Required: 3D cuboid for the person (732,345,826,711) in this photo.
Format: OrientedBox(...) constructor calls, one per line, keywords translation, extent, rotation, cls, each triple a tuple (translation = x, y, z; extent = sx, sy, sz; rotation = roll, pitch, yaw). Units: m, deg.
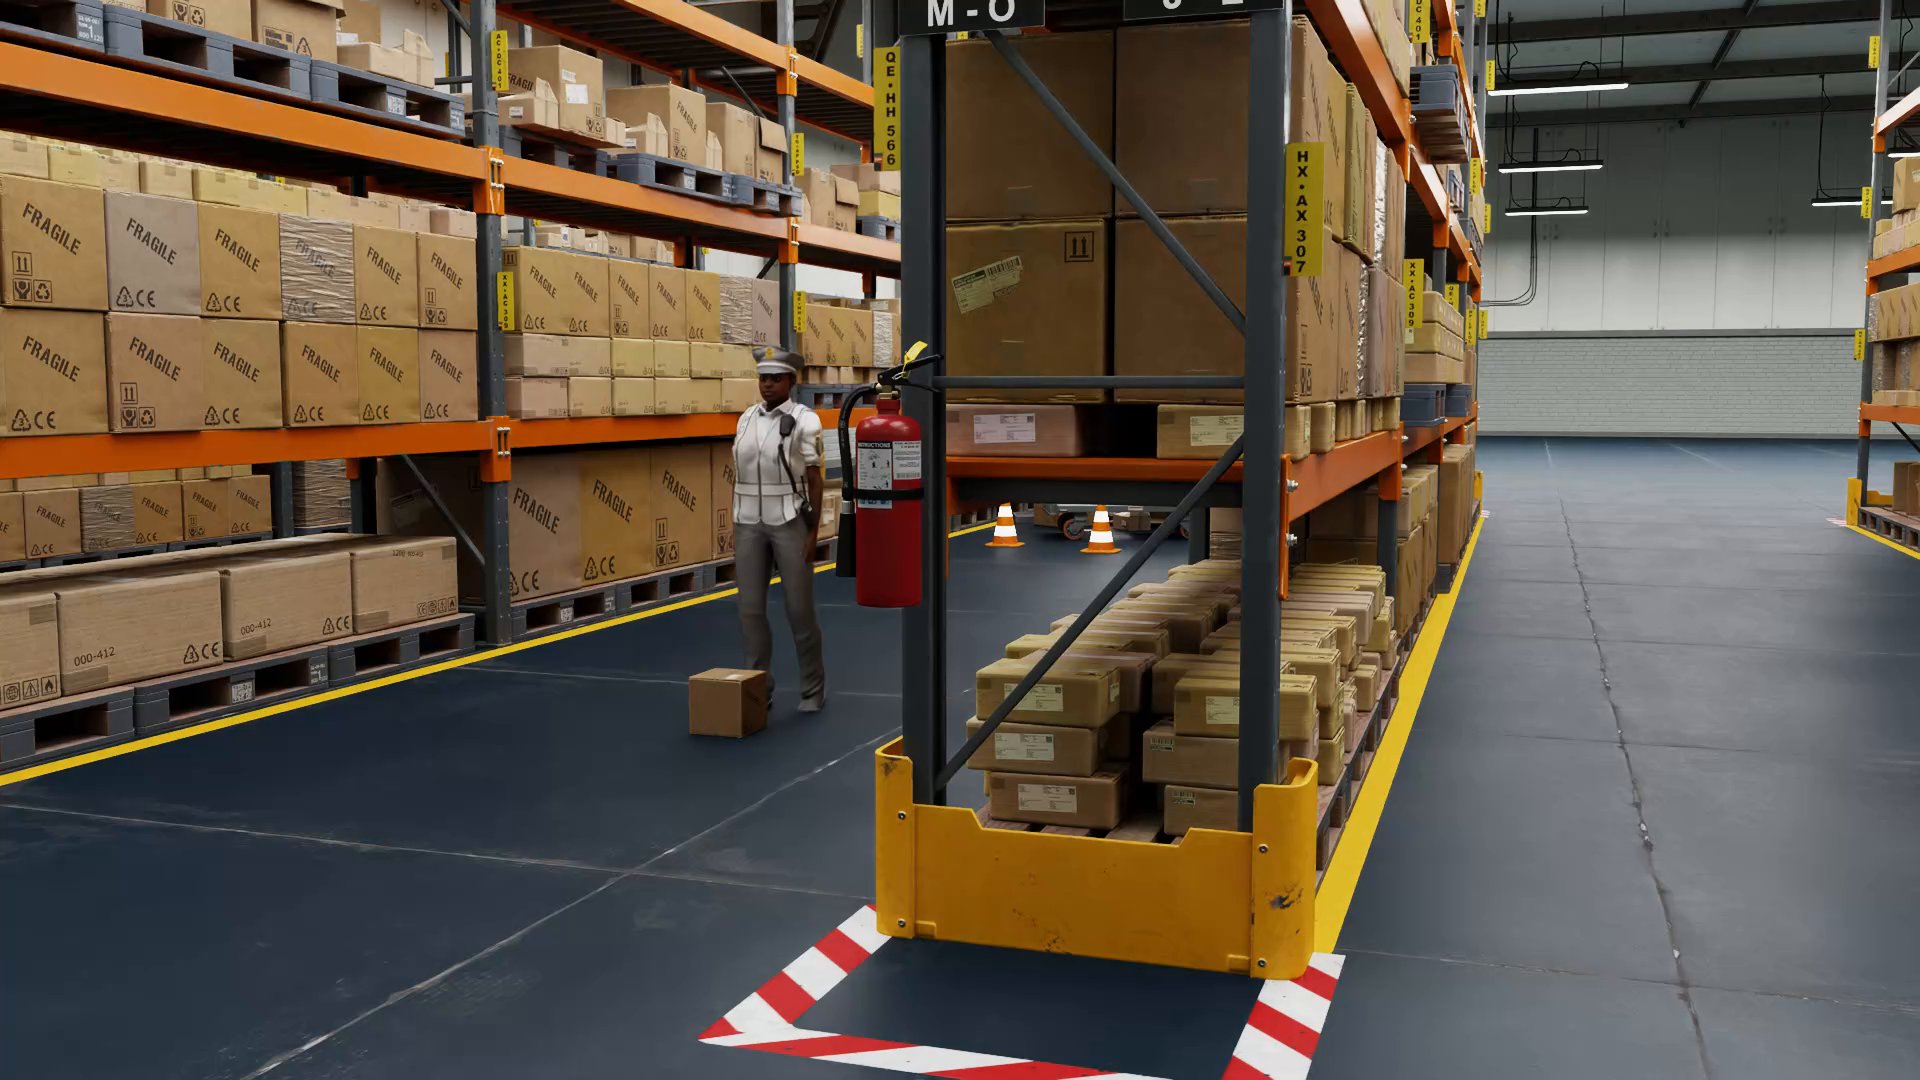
OrientedBox(translation=(-0.843, -0.016, 7.649), extent=(0.442, 1.745, 0.404), rotation=(2, 6, 20), cls="person")
